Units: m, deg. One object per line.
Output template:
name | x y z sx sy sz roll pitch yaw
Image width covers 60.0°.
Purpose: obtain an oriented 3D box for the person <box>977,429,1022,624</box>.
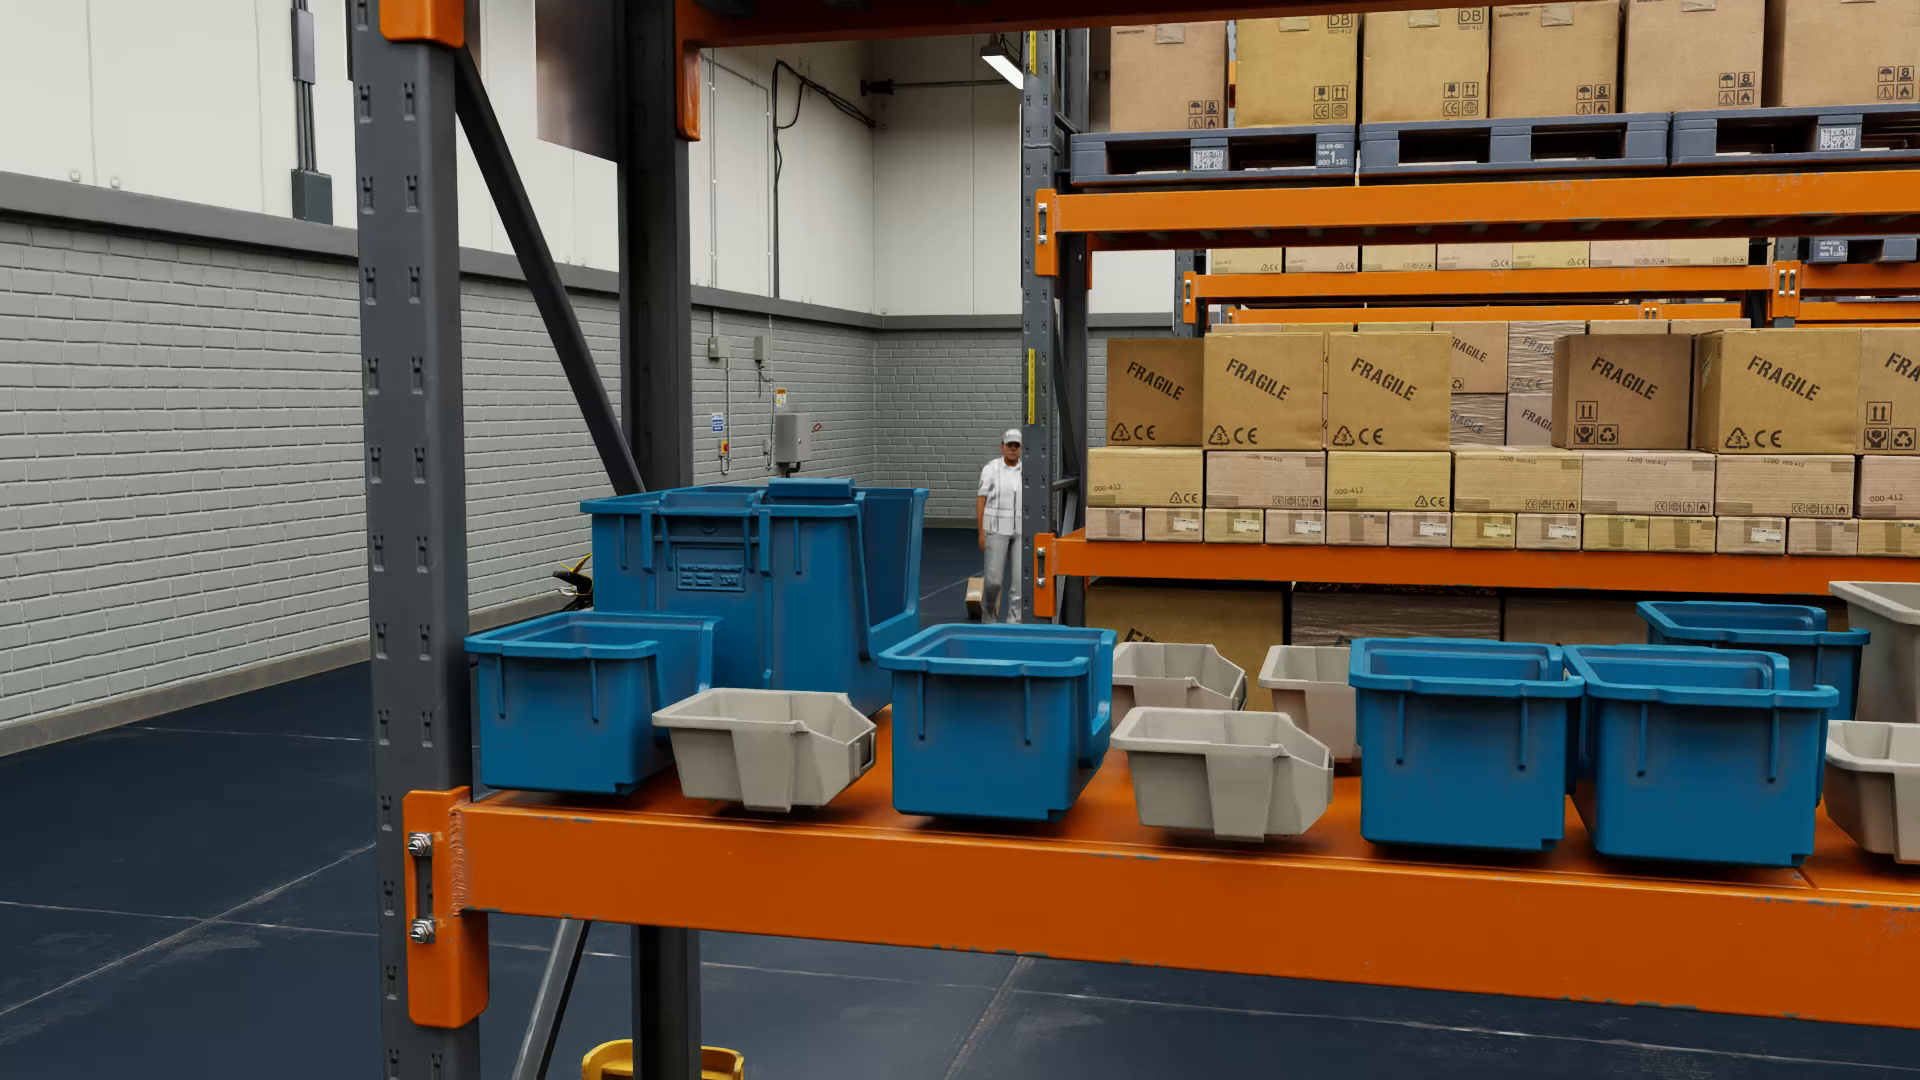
person | 0.367 -0.046 13.050 0.488 1.650 0.538 -1 5 -13
